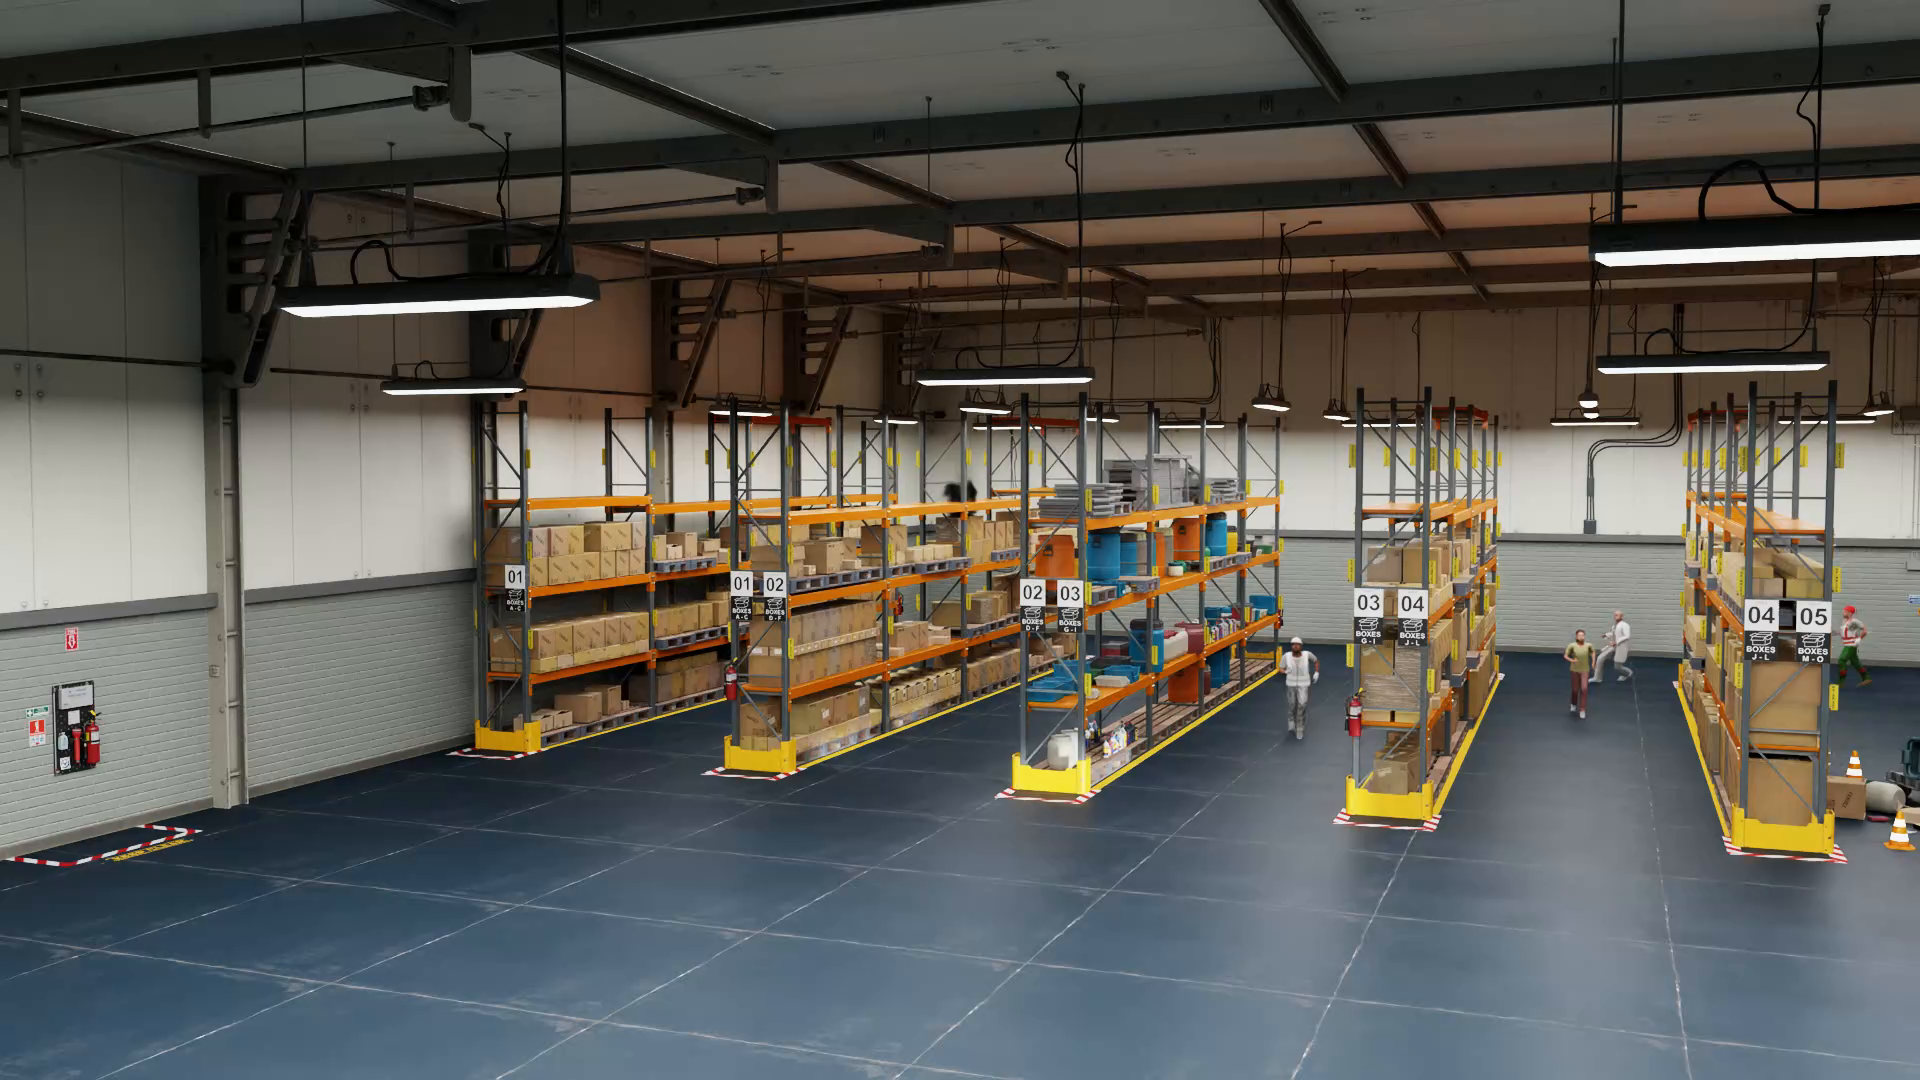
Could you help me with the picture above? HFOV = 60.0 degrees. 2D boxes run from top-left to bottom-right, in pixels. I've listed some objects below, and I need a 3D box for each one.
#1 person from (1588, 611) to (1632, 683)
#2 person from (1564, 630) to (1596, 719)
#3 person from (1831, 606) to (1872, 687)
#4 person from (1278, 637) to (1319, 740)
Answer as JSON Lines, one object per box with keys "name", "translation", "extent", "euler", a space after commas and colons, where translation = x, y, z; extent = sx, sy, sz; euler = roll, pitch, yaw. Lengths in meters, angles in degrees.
{"name": "person", "translation": [14.602, 2.387, 36.976], "extent": [1.029, 1.621, 0.753], "euler": [-1, 3, -26]}
{"name": "person", "translation": [12.085, 2.587, 32.427], "extent": [0.593, 1.692, 0.856], "euler": [1, 3, 15]}
{"name": "person", "translation": [19.404, 2.338, 36.200], "extent": [0.880, 1.824, 0.598], "euler": [1, 3, 17]}
{"name": "person", "translation": [6.099, 2.653, 29.977], "extent": [0.693, 1.828, 0.922], "euler": [1, 3, 17]}
